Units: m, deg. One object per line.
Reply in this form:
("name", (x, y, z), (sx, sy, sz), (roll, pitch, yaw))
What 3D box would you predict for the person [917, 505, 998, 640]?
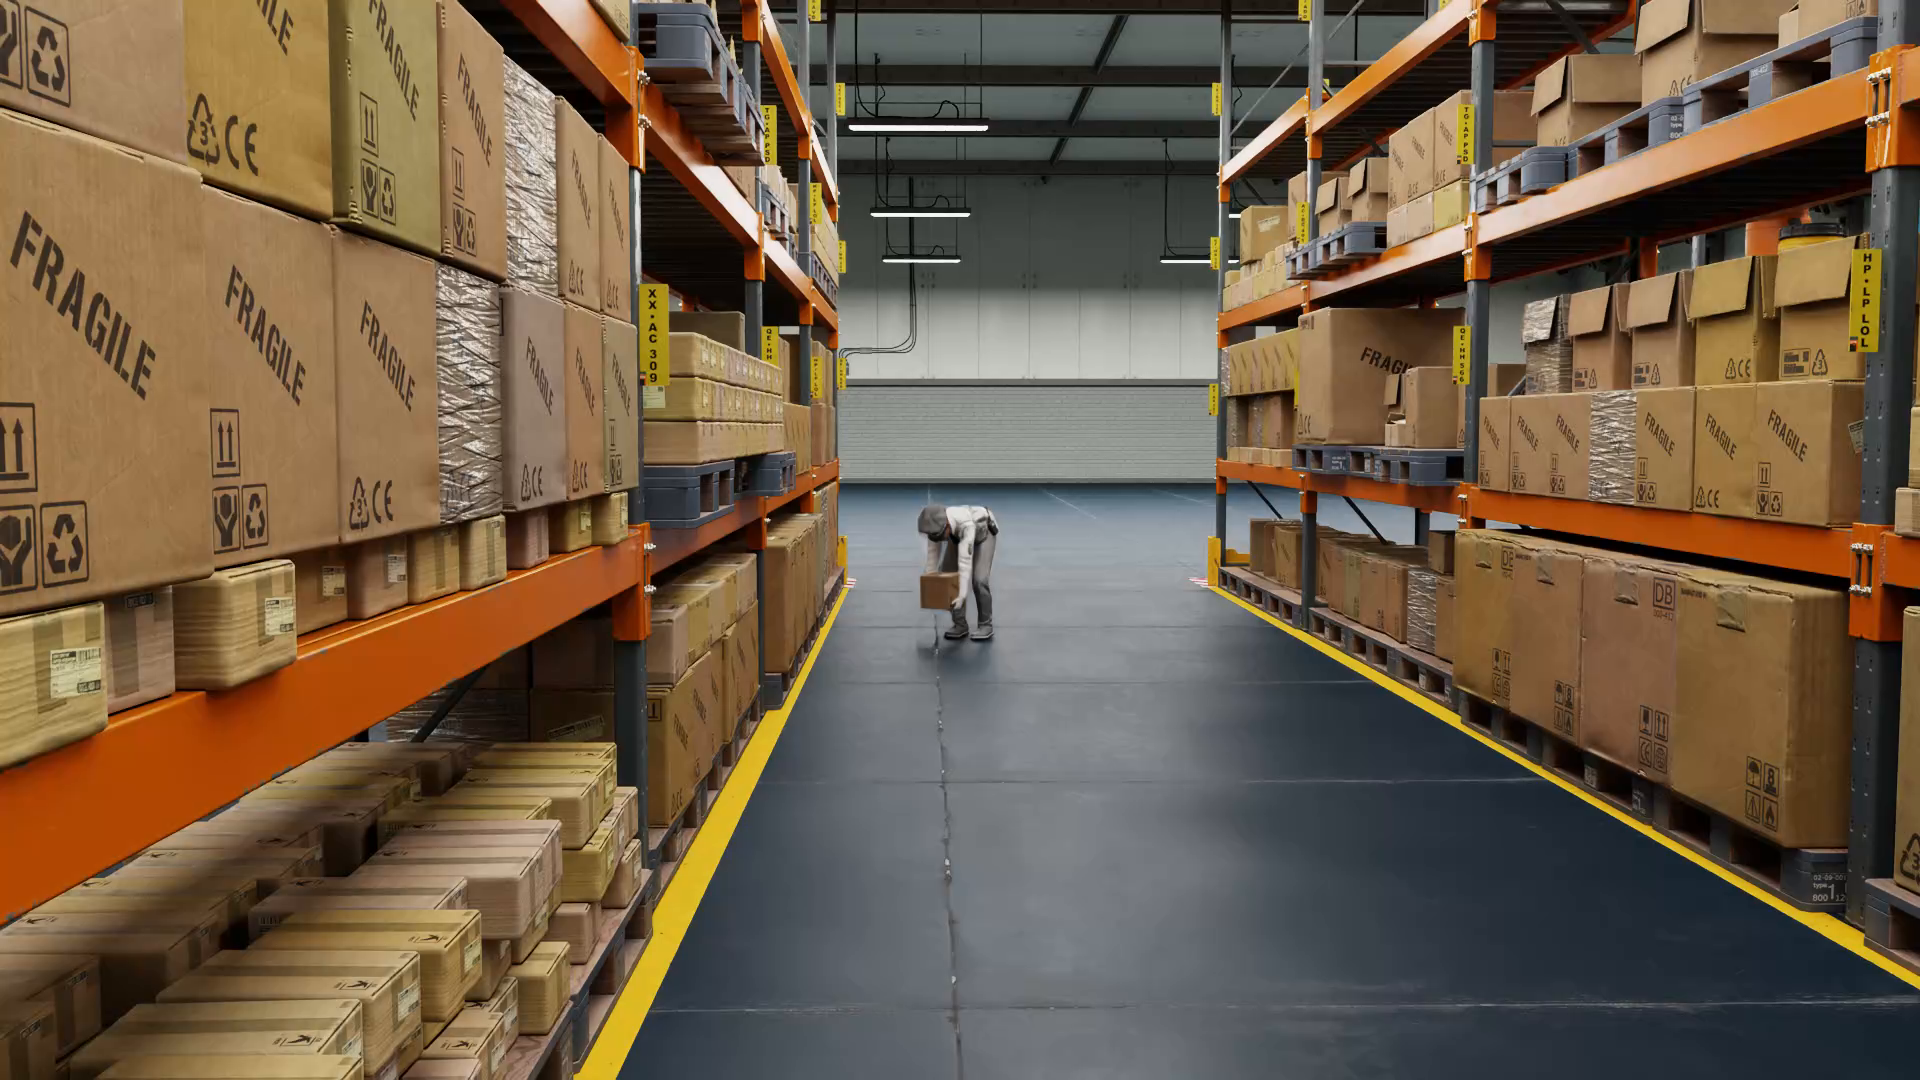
("person", (-0.033, 0.248, 12.790), (0.429, 1.065, 0.925), (2, 4, 29))
